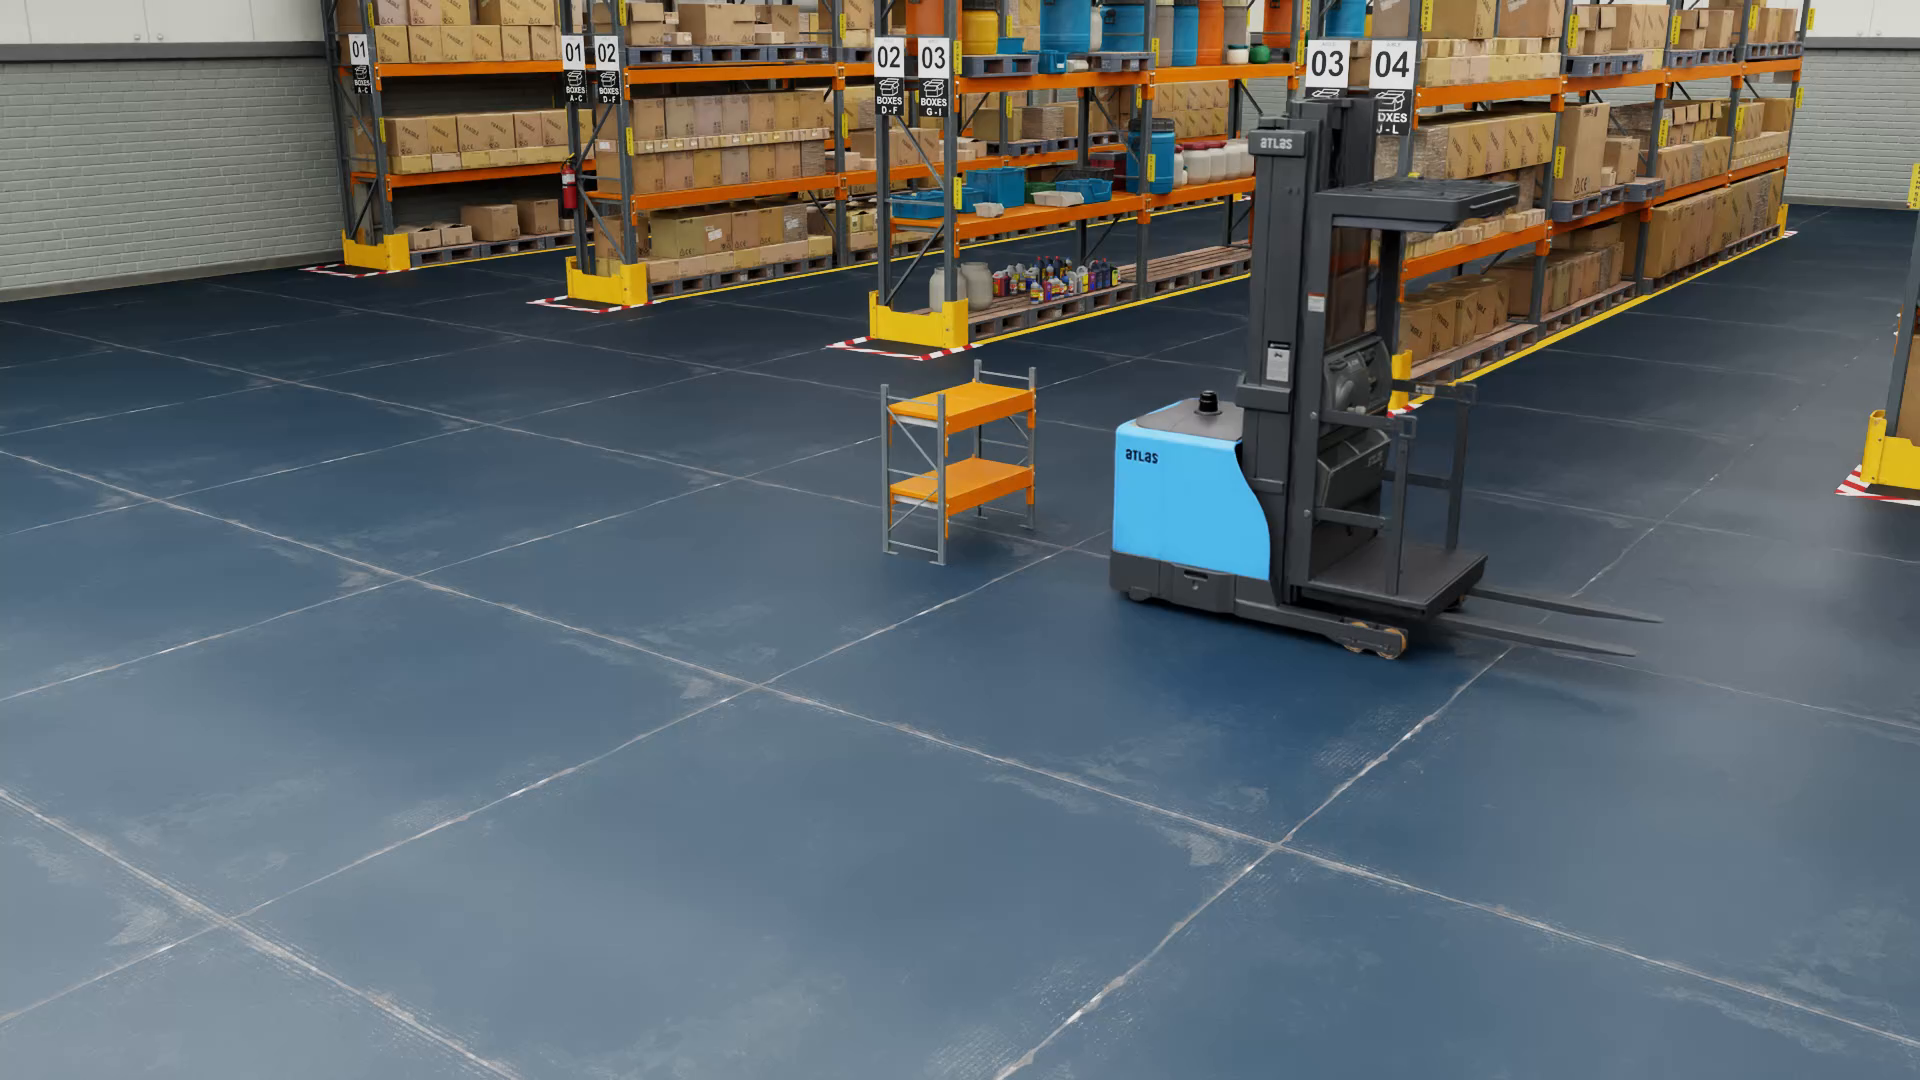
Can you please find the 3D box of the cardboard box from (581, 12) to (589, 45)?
[{"bbox_3d":[-5.647,-8.099,26.331,0.500,0.500,0.500,16,24,42],"label":"cardboard box"}]

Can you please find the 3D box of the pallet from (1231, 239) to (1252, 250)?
[{"bbox_3d":[4.739,-4.367,24.952,1.003,0.211,1.213,12,21,35],"label":"pallet"}]

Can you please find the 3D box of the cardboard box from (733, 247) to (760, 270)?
[{"bbox_3d":[-3.046,-3.808,22.375,0.500,0.250,0.500,12,21,35],"label":"cardboard box"}]

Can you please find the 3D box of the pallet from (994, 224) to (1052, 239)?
[{"bbox_3d":[0.802,-5.220,27.696,1.003,0.211,1.213,12,21,35],"label":"pallet"}]

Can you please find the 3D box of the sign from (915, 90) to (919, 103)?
[{"bbox_3d":[-0.829,-8.629,32.154,0.100,0.325,0.005,12,21,35],"label":"sign"}]

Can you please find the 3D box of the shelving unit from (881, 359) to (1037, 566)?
[{"bbox_3d":[0.004,-0.539,11.082,0.538,1.125,1.048,12,21,35],"label":"shelving unit"}]

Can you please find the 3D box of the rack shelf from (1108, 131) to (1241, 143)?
[{"bbox_3d":[3.902,-7.466,31.440,1.077,0.370,4.000,12,21,35],"label":"rack shelf"}]

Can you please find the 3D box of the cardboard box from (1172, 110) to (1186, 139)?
[{"bbox_3d":[3.835,-7.695,30.797,0.500,0.500,0.500,12,21,34],"label":"cardboard box"}]

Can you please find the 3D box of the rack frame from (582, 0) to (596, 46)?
[{"bbox_3d":[-6.037,-9.167,25.590,1.000,3.000,0.127,12,21,35],"label":"rack frame"}]

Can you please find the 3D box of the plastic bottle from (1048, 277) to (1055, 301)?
[{"bbox_3d":[1.071,-2.964,19.590,0.097,0.271,0.097,0,17,0],"label":"plastic bottle"}]

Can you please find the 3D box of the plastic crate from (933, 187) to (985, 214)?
[{"bbox_3d":[-0.014,-3.853,18.845,0.499,0.251,0.408,12,21,35],"label":"plastic crate"}]

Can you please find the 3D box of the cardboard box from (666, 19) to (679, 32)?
[{"bbox_3d":[-3.634,-6.585,21.541,0.500,0.311,0.500,16,23,41],"label":"cardboard box"}]

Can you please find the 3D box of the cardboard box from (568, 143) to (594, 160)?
[{"bbox_3d":[-6.076,-6.074,25.963,0.500,0.250,0.500,12,21,35],"label":"cardboard box"}]

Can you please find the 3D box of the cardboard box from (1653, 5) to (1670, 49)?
[{"bbox_3d":[8.197,-6.190,20.049,0.500,0.500,0.500,13,22,36],"label":"cardboard box"}]

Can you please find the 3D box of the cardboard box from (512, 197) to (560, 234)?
[{"bbox_3d":[-6.623,-5.064,25.966,0.500,0.500,0.500,11,20,31],"label":"cardboard box"}]

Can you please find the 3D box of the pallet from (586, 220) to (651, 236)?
[{"bbox_3d":[-5.574,-5.156,27.491,1.003,0.211,1.213,12,21,35],"label":"pallet"}]

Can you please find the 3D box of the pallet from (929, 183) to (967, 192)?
[{"bbox_3d":[-0.028,-7.335,34.507,1.003,0.211,1.213,12,21,35],"label":"pallet"}]

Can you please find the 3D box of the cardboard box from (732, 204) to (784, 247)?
[{"bbox_3d":[-2.759,-4.287,22.655,0.500,0.500,0.500,12,21,35],"label":"cardboard box"}]

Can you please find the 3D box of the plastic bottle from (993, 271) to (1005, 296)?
[{"bbox_3d":[0.451,-3.078,19.949,0.152,0.276,0.135,13,21,35],"label":"plastic bottle"}]

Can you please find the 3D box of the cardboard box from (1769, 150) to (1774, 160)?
[{"bbox_3d":[12.492,-6.028,26.020,0.380,0.149,0.250,12,21,33],"label":"cardboard box"}]

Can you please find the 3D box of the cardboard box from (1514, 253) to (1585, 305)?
[{"bbox_3d":[6.913,-3.078,19.572,0.700,0.500,0.500,10,20,30],"label":"cardboard box"}]

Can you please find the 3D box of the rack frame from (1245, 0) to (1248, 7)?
[{"bbox_3d":[5.094,-11.151,31.978,1.000,3.000,0.127,12,21,35],"label":"rack frame"}]

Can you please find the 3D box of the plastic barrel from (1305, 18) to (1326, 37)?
[{"bbox_3d":[5.238,-7.651,24.828,0.433,0.535,0.433,0,17,0],"label":"plastic barrel"}]

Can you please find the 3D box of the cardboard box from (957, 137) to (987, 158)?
[{"bbox_3d":[0.075,-6.259,26.491,0.500,0.311,0.500,14,22,38],"label":"cardboard box"}]

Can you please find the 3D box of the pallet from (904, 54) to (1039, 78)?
[{"bbox_3d":[0.108,-5.121,17.936,1.003,0.211,1.213,12,21,35],"label":"pallet"}]

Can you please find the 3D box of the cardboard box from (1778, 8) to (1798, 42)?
[{"bbox_3d":[12.781,-8.129,26.261,0.700,0.500,0.500,11,20,31],"label":"cardboard box"}]

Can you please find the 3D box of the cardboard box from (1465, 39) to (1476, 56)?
[{"bbox_3d":[4.515,-4.535,15.314,0.380,0.149,0.250,12,21,35],"label":"cardboard box"}]

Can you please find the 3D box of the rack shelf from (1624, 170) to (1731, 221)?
[{"bbox_3d":[9.472,-4.762,22.732,1.077,0.370,4.000,12,21,35],"label":"rack shelf"}]

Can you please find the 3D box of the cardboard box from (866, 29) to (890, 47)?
[{"bbox_3d":[-1.356,-7.265,24.069,0.500,0.250,0.500,10,20,29],"label":"cardboard box"}]

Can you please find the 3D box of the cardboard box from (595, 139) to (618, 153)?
[{"bbox_3d":[-4.365,-4.957,20.886,0.380,0.149,0.250,12,21,34],"label":"cardboard box"}]

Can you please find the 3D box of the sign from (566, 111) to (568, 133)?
[{"bbox_3d":[-4.867,-5.240,20.708,0.100,0.325,0.005,12,21,35],"label":"sign"}]

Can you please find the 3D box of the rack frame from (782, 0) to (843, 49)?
[{"bbox_3d":[-2.056,-8.293,22.774,1.000,3.000,0.127,12,21,35],"label":"rack frame"}]

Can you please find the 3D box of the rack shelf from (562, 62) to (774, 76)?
[{"bbox_3d":[-4.845,-7.867,27.675,1.077,0.370,4.000,12,21,35],"label":"rack shelf"}]

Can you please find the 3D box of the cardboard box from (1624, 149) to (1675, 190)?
[{"bbox_3d":[8.789,-4.744,21.295,0.500,0.500,0.500,13,22,36],"label":"cardboard box"}]

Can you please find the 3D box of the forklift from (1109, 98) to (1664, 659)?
[{"bbox_3d":[2.413,-0.924,9.278,3.031,2.935,1.130,11,21,32],"label":"forklift"}]

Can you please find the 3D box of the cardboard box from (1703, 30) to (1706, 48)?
[{"bbox_3d":[9.938,-6.927,22.875,0.500,0.311,0.500,12,21,33],"label":"cardboard box"}]

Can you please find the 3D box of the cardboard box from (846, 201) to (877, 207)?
[{"bbox_3d":[-1.441,-4.973,25.184,0.500,0.311,0.500,12,21,35],"label":"cardboard box"}]

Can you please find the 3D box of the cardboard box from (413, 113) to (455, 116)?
[{"bbox_3d":[-7.698,-6.037,24.582,0.500,0.500,0.500,12,21,33],"label":"cardboard box"}]

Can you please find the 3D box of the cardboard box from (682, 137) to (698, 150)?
[{"bbox_3d":[-3.576,-5.070,21.250,0.380,0.149,0.250,12,21,34],"label":"cardboard box"}]

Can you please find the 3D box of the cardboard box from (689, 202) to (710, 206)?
[{"bbox_3d":[-4.714,-5.865,28.545,0.700,0.500,0.500,12,21,34],"label":"cardboard box"}]

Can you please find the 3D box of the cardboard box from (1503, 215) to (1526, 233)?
[{"bbox_3d":[5.592,-3.267,17.130,0.380,0.149,0.250,12,21,35],"label":"cardboard box"}]

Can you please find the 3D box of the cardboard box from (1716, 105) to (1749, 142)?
[{"bbox_3d":[11.155,-6.079,24.248,0.500,0.500,0.500,12,21,35],"label":"cardboard box"}]

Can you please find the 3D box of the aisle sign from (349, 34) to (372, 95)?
[{"bbox_3d":[-8.222,-6.521,22.800,0.394,0.787,0.004,12,21,35],"label":"aisle sign"}]

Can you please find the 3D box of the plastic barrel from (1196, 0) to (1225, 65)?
[{"bbox_3d":[3.250,-6.829,22.393,0.600,0.830,0.708,12,21,35],"label":"plastic barrel"}]

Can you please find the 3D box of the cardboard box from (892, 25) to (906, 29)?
[{"bbox_3d":[-1.051,-10.021,32.774,0.500,0.250,0.500,13,21,35],"label":"cardboard box"}]

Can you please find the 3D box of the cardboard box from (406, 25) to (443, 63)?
[{"bbox_3d":[-7.671,-6.996,23.455,0.500,0.500,0.500,14,22,38],"label":"cardboard box"}]

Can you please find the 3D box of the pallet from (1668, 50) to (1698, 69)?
[{"bbox_3d":[8.622,-6.134,21.199,1.213,0.211,1.003,14,22,37],"label":"pallet"}]

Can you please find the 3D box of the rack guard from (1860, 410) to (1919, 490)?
[{"bbox_3d":[7.423,-0.623,12.408,1.175,0.500,0.348,12,21,35],"label":"rack guard"}]

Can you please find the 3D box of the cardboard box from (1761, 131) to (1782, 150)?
[{"bbox_3d":[12.669,-6.322,26.294,0.500,0.250,0.500,12,21,34],"label":"cardboard box"}]

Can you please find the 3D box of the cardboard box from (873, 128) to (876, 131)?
[{"bbox_3d":[-1.676,-7.775,31.613,0.380,0.149,0.250,12,21,35],"label":"cardboard box"}]

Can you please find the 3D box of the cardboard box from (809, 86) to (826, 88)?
[{"bbox_3d":[-2.669,-8.332,31.047,0.500,0.250,0.500,12,21,33],"label":"cardboard box"}]

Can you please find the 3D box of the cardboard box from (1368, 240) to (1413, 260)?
[{"bbox_3d":[3.875,-2.629,15.076,0.380,0.149,0.250,12,21,35],"label":"cardboard box"}]

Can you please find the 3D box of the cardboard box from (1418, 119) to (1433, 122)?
[{"bbox_3d":[4.237,-3.804,16.080,0.500,0.500,0.500,12,21,35],"label":"cardboard box"}]

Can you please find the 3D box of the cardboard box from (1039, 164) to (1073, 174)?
[{"bbox_3d":[1.631,-6.397,28.994,0.500,0.250,0.500,12,21,35],"label":"cardboard box"}]

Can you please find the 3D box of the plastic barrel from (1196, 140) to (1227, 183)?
[{"bbox_3d":[3.361,-5.083,22.325,0.433,0.535,0.433,0,17,0],"label":"plastic barrel"}]

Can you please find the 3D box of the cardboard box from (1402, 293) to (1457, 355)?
[{"bbox_3d":[4.616,-2.170,16.681,0.500,0.500,0.500,15,23,40],"label":"cardboard box"}]

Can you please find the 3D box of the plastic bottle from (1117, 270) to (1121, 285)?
[{"bbox_3d":[1.954,-3.284,20.736,0.097,0.201,0.097,0,17,0],"label":"plastic bottle"}]

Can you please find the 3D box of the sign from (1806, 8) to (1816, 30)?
[{"bbox_3d":[13.475,-8.253,26.344,0.100,0.325,0.005,12,21,35],"label":"sign"}]

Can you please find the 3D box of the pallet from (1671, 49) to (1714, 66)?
[{"bbox_3d":[9.286,-6.401,22.058,1.003,0.211,1.213,14,22,37],"label":"pallet"}]
